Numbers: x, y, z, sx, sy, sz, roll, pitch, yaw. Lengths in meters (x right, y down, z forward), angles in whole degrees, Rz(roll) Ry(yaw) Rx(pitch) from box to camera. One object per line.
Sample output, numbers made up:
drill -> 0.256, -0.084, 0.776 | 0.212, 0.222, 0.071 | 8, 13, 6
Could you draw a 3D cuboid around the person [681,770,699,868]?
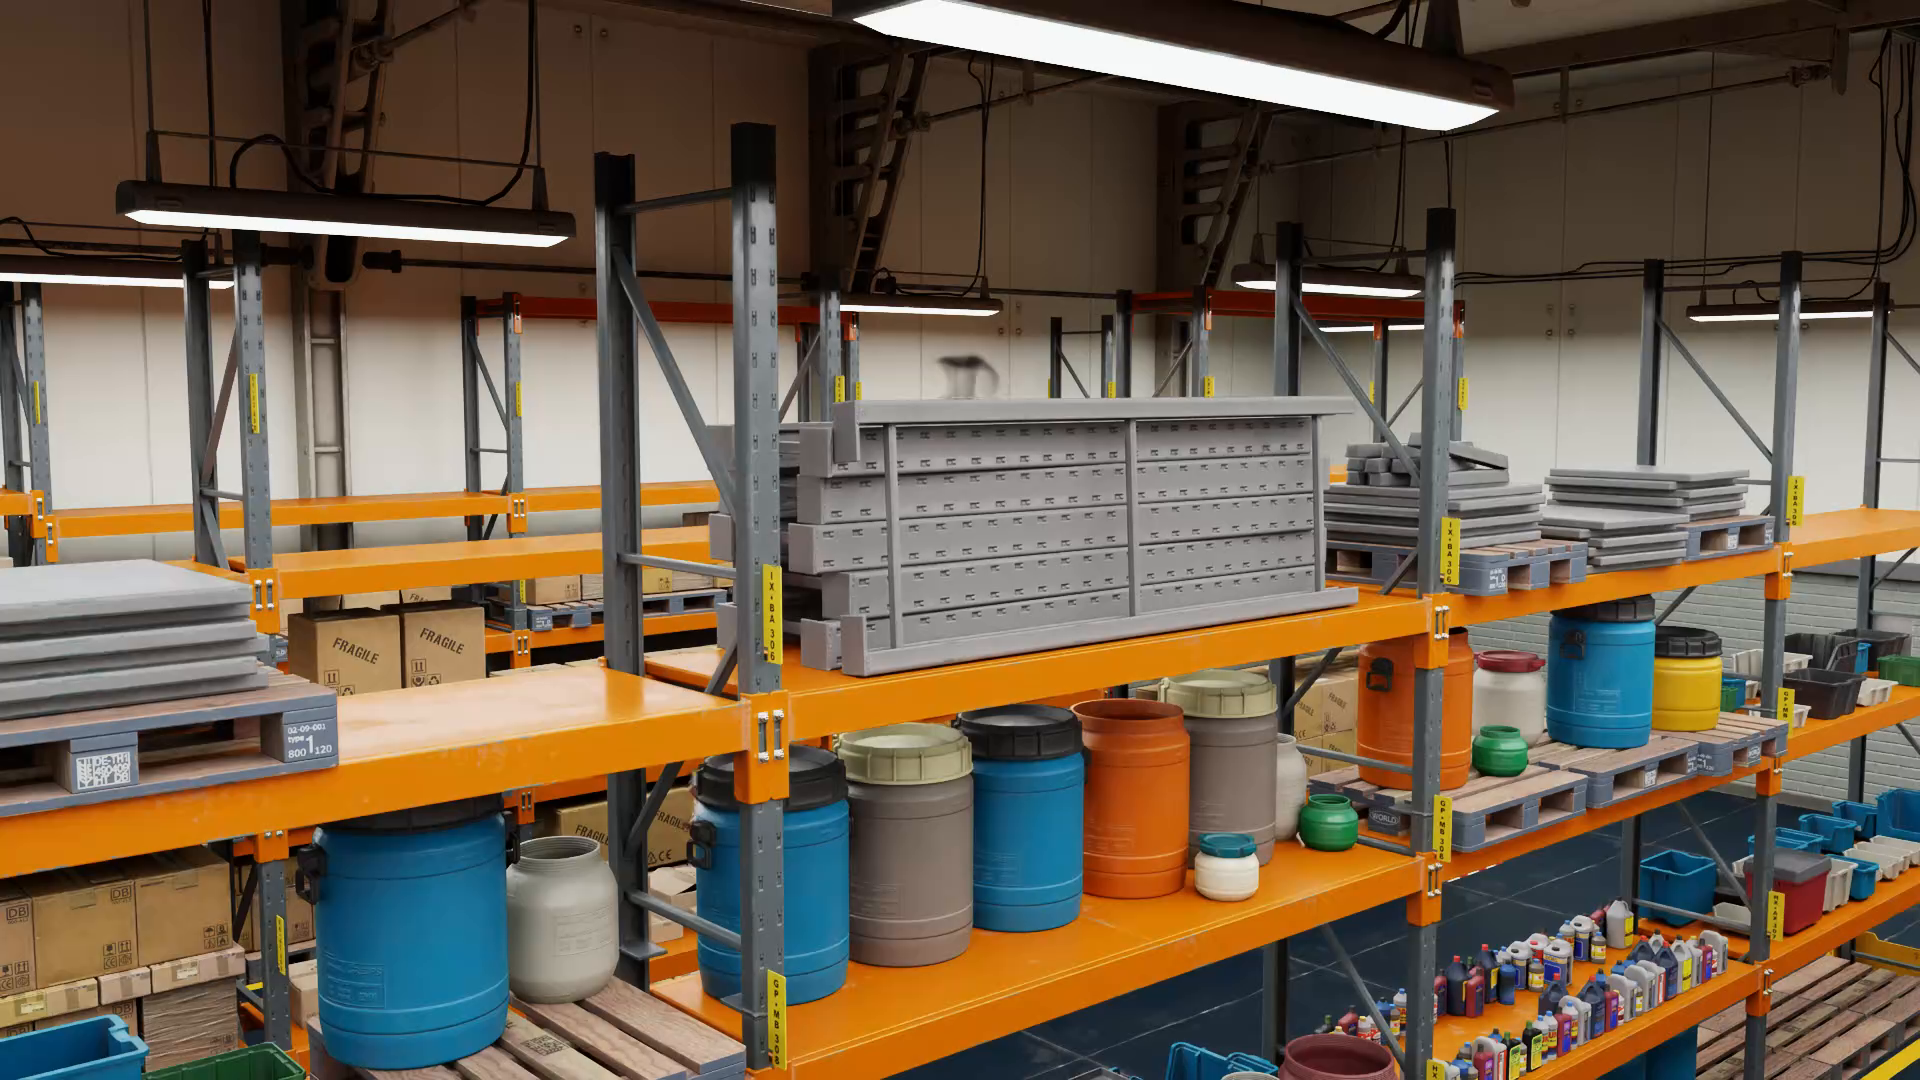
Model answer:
person -> -2.232, 2.888, 15.397 | 0.566, 1.631, 0.882 | 5, 7, 43
